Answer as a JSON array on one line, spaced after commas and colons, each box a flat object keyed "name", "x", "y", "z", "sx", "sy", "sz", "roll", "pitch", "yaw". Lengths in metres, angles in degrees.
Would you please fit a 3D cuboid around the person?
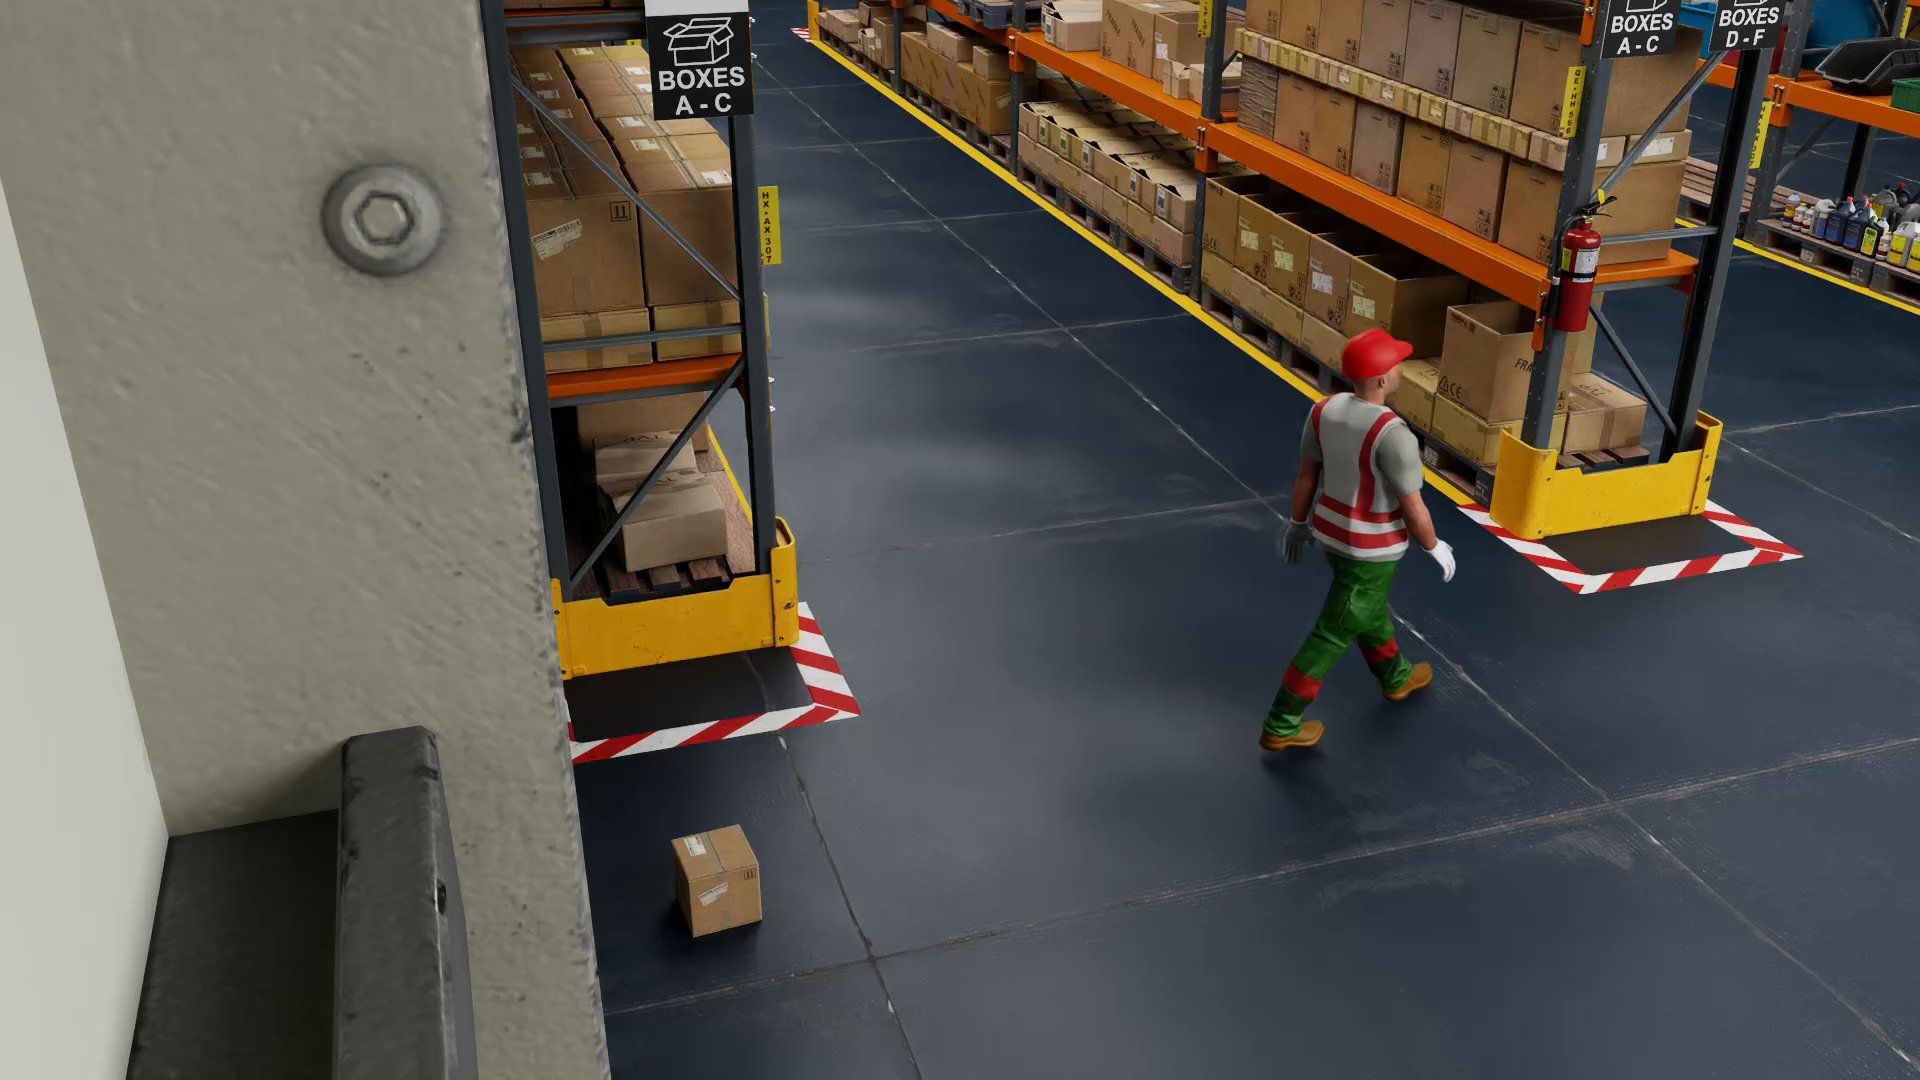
[{"name": "person", "x": 1.665, "y": -0.022, "z": 6.604, "sx": 1.011, "sy": 1.734, "sz": 0.589, "roll": -12, "pitch": 29, "yaw": -23}]
